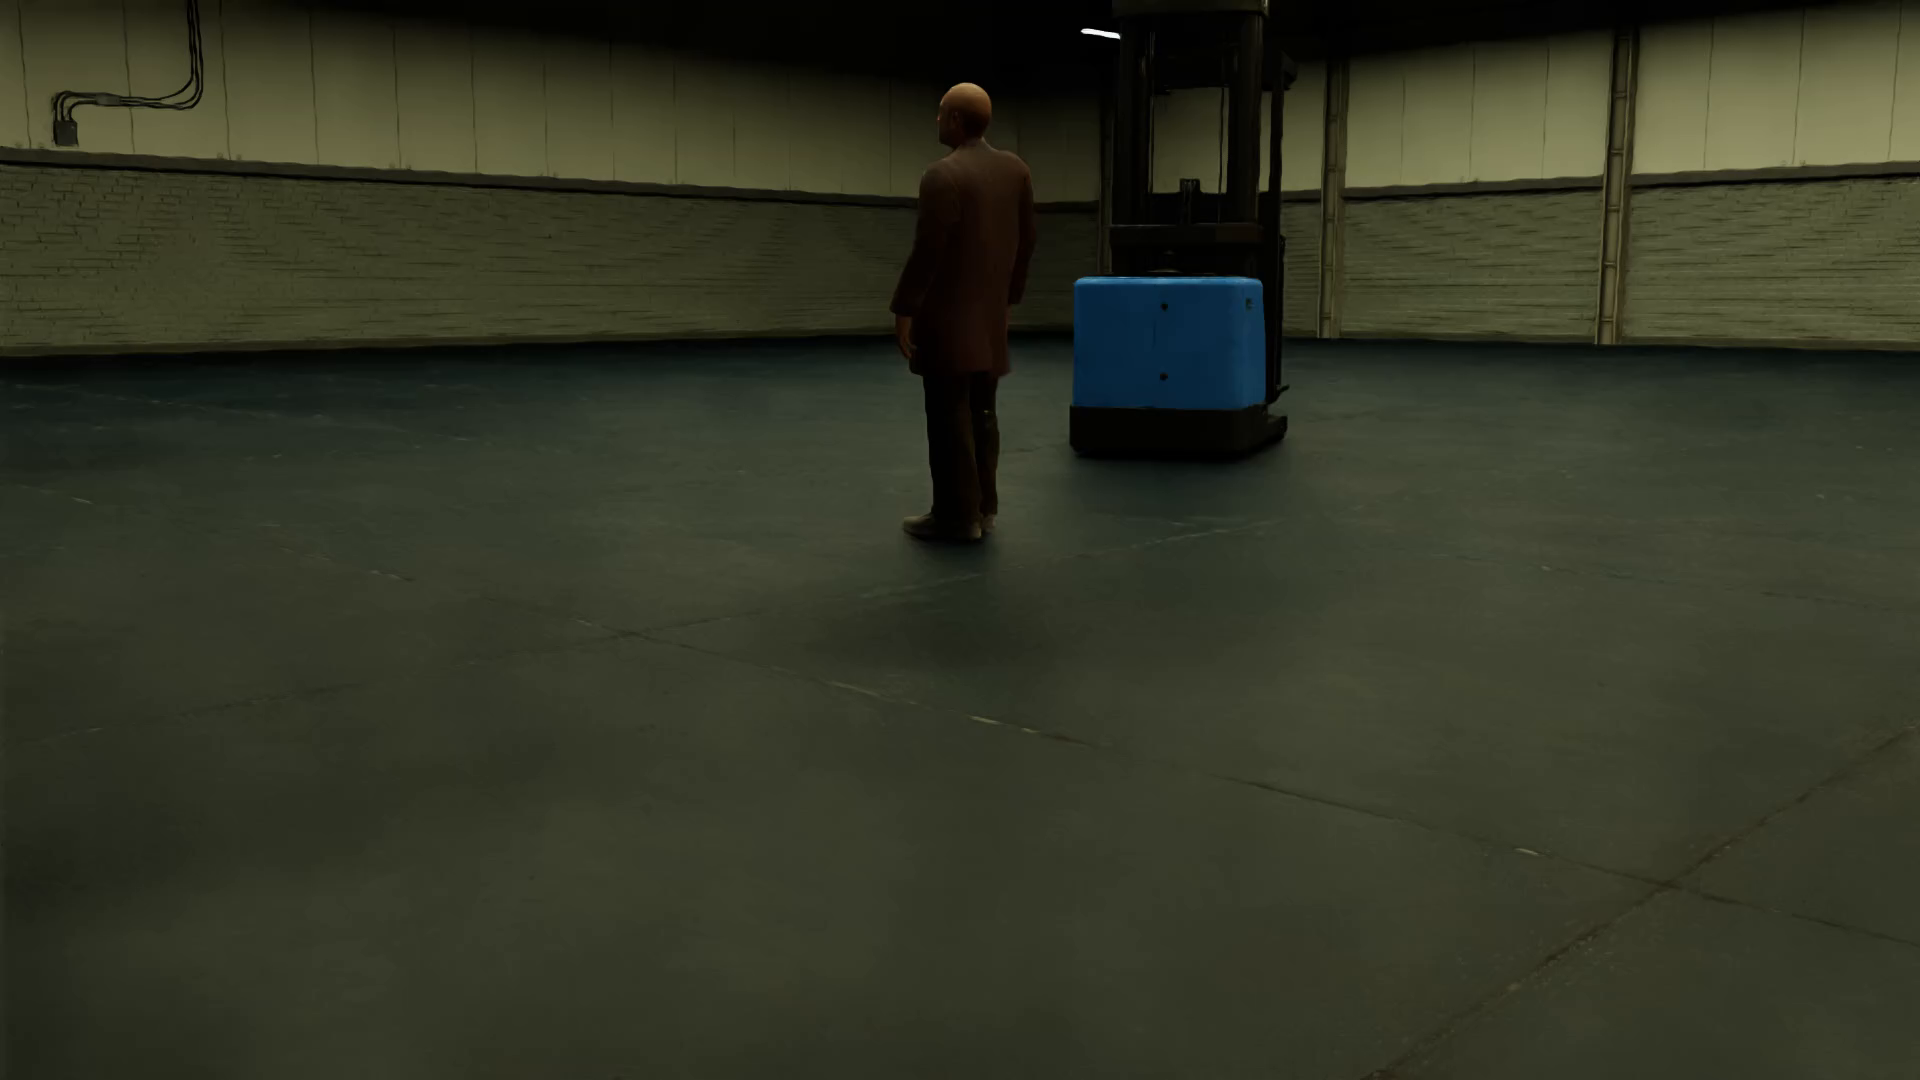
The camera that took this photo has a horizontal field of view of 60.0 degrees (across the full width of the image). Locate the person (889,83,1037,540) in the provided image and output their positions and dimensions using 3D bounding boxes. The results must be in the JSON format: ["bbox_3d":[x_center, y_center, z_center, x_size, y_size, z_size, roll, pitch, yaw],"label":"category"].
[{"bbox_3d":[-0.062,-0.896,6.650,0.580,1.776,0.694,8,12,43],"label":"person"}]

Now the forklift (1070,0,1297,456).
[{"bbox_3d":[1.608,-2.133,11.040,1.130,2.935,3.031,3,9,18],"label":"forklift"}]
